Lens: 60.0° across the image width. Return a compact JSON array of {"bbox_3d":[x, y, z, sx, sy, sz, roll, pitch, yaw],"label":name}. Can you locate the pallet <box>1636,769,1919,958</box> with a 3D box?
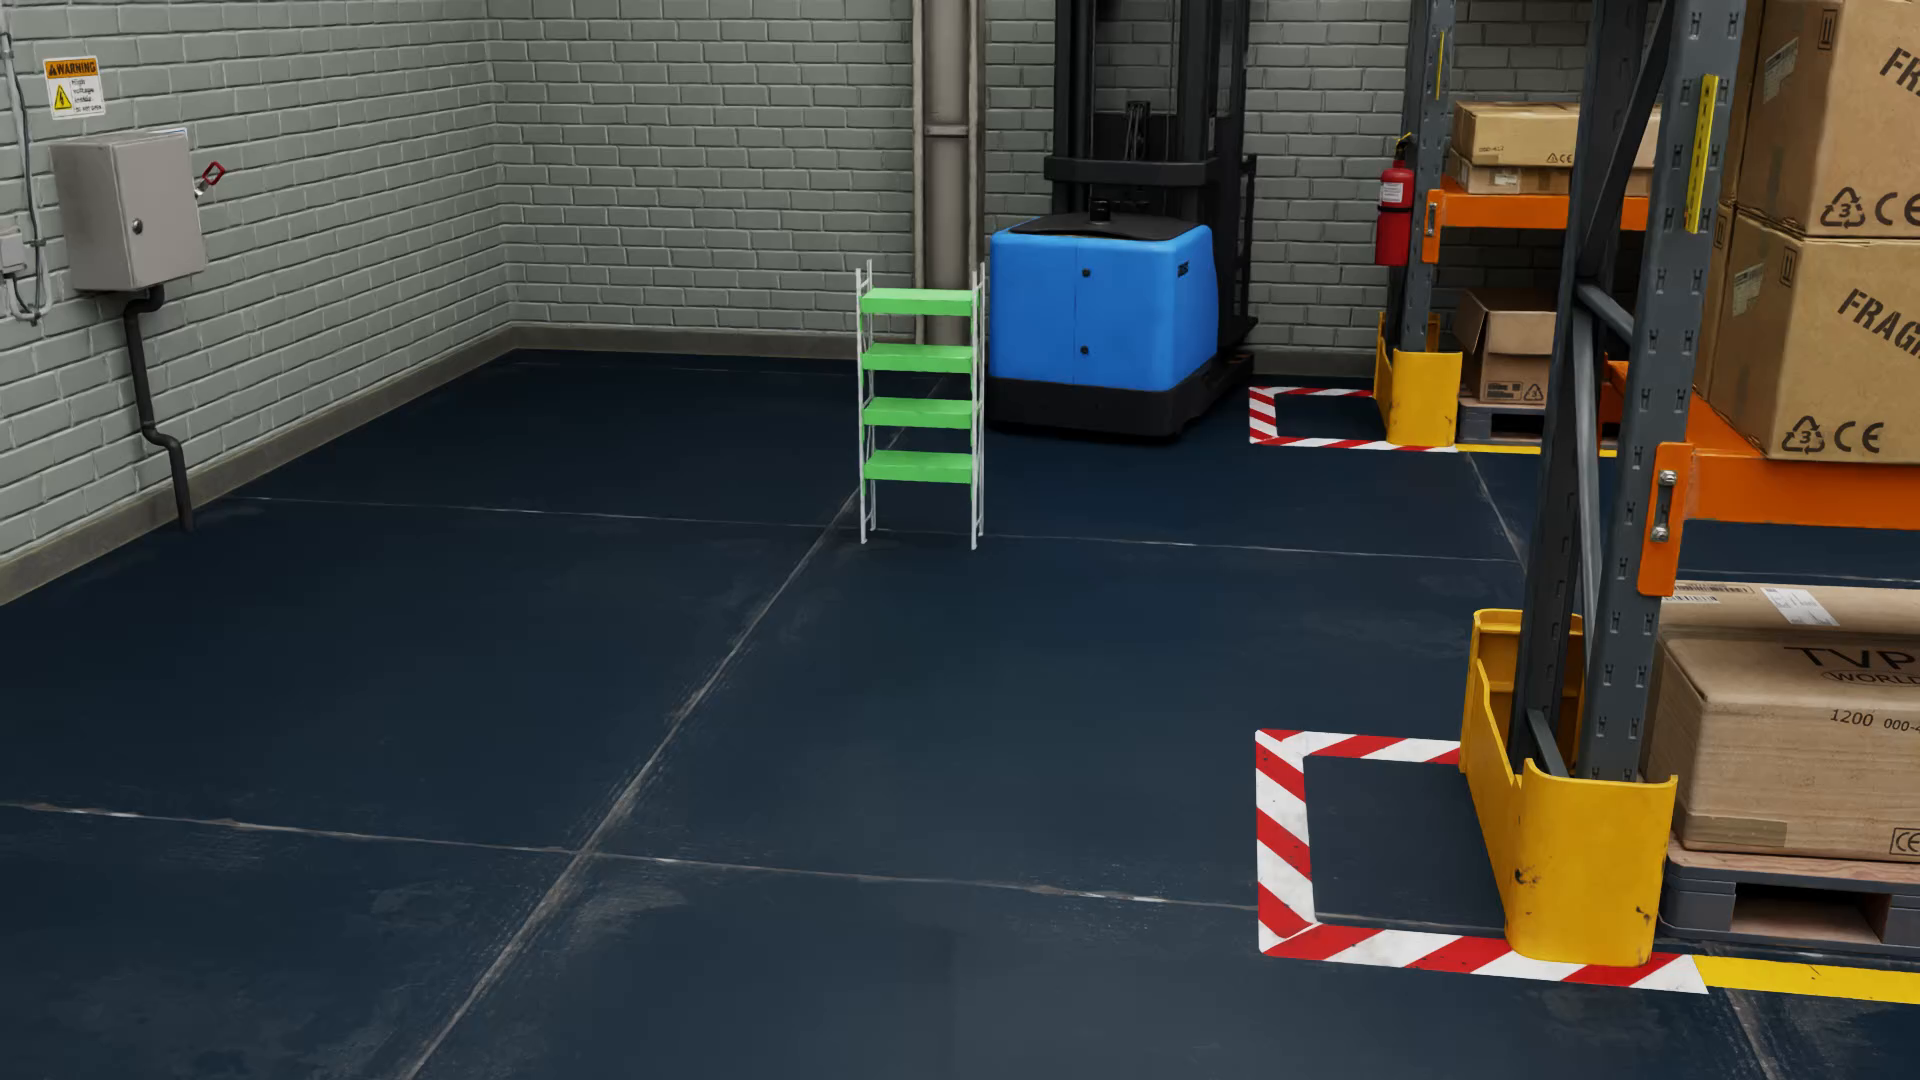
[{"bbox_3d":[2.473,0.791,4.608,1.213,0.211,1.003,3,19,9],"label":"pallet"}]

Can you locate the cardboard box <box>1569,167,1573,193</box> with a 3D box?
[{"bbox_3d":[3.259,-1.881,8.592,0.250,0.149,0.380,3,19,8],"label":"cardboard box"}]

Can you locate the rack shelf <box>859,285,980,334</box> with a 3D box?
[{"bbox_3d":[-0.163,-0.972,7.006,0.480,0.148,0.258,3,19,9],"label":"rack shelf"}]

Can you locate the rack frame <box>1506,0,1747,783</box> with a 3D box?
[{"bbox_3d":[1.671,-0.548,4.212,0.127,3.000,1.000,3,19,9],"label":"rack frame"}]

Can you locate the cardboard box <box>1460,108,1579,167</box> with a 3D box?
[{"bbox_3d":[2.860,-2.066,8.517,0.500,0.250,0.500,3,19,9],"label":"cardboard box"}]

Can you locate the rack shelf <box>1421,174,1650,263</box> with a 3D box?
[{"bbox_3d":[4.429,-1.661,8.674,4.000,0.370,1.077,3,19,9],"label":"rack shelf"}]

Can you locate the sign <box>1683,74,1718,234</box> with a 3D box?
[{"bbox_3d":[1.577,-0.822,3.544,0.005,0.325,0.100,3,19,9],"label":"sign"}]

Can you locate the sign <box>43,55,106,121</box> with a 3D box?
[{"bbox_3d":[-3.636,-1.860,6.832,0.001,0.242,0.339,3,19,9],"label":"sign"}]

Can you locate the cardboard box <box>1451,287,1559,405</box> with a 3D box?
[{"bbox_3d":[3.044,-1.058,9.009,0.637,0.503,0.797,2,19,6],"label":"cardboard box"}]

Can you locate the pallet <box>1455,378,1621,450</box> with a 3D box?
[{"bbox_3d":[3.317,-0.737,9.172,1.213,0.211,1.003,3,19,9],"label":"pallet"}]

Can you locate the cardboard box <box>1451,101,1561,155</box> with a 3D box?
[{"bbox_3d":[2.951,-2.233,9.016,0.500,0.250,0.500,3,19,10],"label":"cardboard box"}]

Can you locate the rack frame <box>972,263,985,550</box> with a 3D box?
[{"bbox_3d":[0.077,-0.565,7.101,0.015,1.200,0.240,3,19,9],"label":"rack frame"}]

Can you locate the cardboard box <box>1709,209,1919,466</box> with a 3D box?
[{"bbox_3d":[2.099,-0.481,3.855,0.500,0.500,0.500,3,19,8],"label":"cardboard box"}]

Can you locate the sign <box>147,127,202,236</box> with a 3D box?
[{"bbox_3d":[-3.549,-1.595,7.492,0.001,0.494,0.329,3,19,9],"label":"sign"}]

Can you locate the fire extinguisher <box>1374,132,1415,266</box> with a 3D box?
[{"bbox_3d":[2.236,-1.752,8.521,0.183,0.674,0.296,3,19,9],"label":"fire extinguisher"}]

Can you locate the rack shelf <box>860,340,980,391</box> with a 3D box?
[{"bbox_3d":[-0.163,-0.744,7.082,0.480,0.148,0.258,3,19,9],"label":"rack shelf"}]

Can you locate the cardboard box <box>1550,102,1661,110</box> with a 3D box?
[{"bbox_3d":[3.460,-2.206,8.938,0.500,0.250,0.500,3,19,9],"label":"cardboard box"}]

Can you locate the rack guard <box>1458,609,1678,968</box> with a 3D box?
[{"bbox_3d":[1.647,0.637,4.613,0.348,0.500,1.175,3,19,9],"label":"rack guard"}]

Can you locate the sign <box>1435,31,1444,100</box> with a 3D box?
[{"bbox_3d":[2.369,-2.343,8.215,0.005,0.325,0.100,3,19,9],"label":"sign"}]

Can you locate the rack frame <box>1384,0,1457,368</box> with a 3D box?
[{"bbox_3d":[2.455,-2.103,8.860,0.127,3.000,1.000,3,19,9],"label":"rack frame"}]

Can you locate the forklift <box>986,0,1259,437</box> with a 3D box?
[{"bbox_3d":[1.171,-2.359,9.733,1.130,2.935,3.031,7,20,21],"label":"forklift"}]

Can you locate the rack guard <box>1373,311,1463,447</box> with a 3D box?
[{"bbox_3d":[2.530,-0.914,9.246,0.348,0.500,1.175,3,19,9],"label":"rack guard"}]

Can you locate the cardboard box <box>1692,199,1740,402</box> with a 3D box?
[{"bbox_3d":[2.189,-0.654,4.372,0.500,0.500,0.500,3,19,9],"label":"cardboard box"}]

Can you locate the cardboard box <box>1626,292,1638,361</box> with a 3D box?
[{"bbox_3d":[3.881,-1.001,8.845,0.500,0.500,0.700,4,19,11],"label":"cardboard box"}]

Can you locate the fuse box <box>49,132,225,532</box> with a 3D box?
[{"bbox_3d":[-3.423,-0.864,7.188,0.414,1.711,0.539,3,19,9],"label":"fuse box"}]

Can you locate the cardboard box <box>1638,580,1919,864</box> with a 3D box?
[{"bbox_3d":[2.339,0.470,4.547,0.875,0.438,0.875,2,19,7],"label":"cardboard box"}]

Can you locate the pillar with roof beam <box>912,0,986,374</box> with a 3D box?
[{"bbox_3d":[-0.747,-4.017,5.127,0.400,9.000,9.100,3,19,9],"label":"pillar with roof beam"}]

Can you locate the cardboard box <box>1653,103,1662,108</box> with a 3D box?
[{"bbox_3d":[3.948,-2.180,8.859,0.500,0.250,0.500,4,19,10],"label":"cardboard box"}]

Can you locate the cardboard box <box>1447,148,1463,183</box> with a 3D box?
[{"bbox_3d":[2.824,-2.051,9.102,0.250,0.149,0.380,3,19,8],"label":"cardboard box"}]

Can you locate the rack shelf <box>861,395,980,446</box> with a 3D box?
[{"bbox_3d":[-0.163,-0.517,7.158,0.480,0.148,0.258,3,19,9],"label":"rack shelf"}]

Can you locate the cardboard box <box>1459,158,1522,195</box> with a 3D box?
[{"bbox_3d":[2.736,-1.881,8.594,0.250,0.149,0.380,3,19,8],"label":"cardboard box"}]

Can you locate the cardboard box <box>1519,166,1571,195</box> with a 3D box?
[{"bbox_3d":[2.994,-1.883,8.599,0.250,0.149,0.380,3,19,10],"label":"cardboard box"}]

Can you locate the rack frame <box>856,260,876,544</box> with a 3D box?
[{"bbox_3d":[-0.404,-0.590,7.174,0.015,1.200,0.240,3,19,9],"label":"rack frame"}]

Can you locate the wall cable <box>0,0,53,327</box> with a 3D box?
[{"bbox_3d":[-3.687,-1.751,6.207,0.122,1.984,0.588,3,19,9],"label":"wall cable"}]

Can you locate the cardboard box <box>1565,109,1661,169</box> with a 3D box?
[{"bbox_3d":[3.358,-2.040,8.441,0.500,0.250,0.500,3,19,9],"label":"cardboard box"}]

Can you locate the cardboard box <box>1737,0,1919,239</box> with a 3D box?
[{"bbox_3d":[2.100,-0.956,3.699,0.500,0.500,0.500,3,19,7],"label":"cardboard box"}]

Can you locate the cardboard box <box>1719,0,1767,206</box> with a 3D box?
[{"bbox_3d":[2.185,-1.119,4.188,0.500,0.500,0.500,4,19,10],"label":"cardboard box"}]

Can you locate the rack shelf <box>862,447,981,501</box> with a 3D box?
[{"bbox_3d":[-0.163,-0.289,7.234,0.480,0.148,0.258,3,19,9],"label":"rack shelf"}]

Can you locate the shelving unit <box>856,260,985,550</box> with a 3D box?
[{"bbox_3d":[-0.163,-0.577,7.138,0.503,1.200,0.258,3,19,9],"label":"shelving unit"}]

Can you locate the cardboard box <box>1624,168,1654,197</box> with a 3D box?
[{"bbox_3d":[3.499,-1.849,8.497,0.250,0.149,0.380,4,19,10],"label":"cardboard box"}]

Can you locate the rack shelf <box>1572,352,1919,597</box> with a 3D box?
[{"bbox_3d":[3.646,-0.106,4.026,4.000,0.370,1.077,3,19,9],"label":"rack shelf"}]
